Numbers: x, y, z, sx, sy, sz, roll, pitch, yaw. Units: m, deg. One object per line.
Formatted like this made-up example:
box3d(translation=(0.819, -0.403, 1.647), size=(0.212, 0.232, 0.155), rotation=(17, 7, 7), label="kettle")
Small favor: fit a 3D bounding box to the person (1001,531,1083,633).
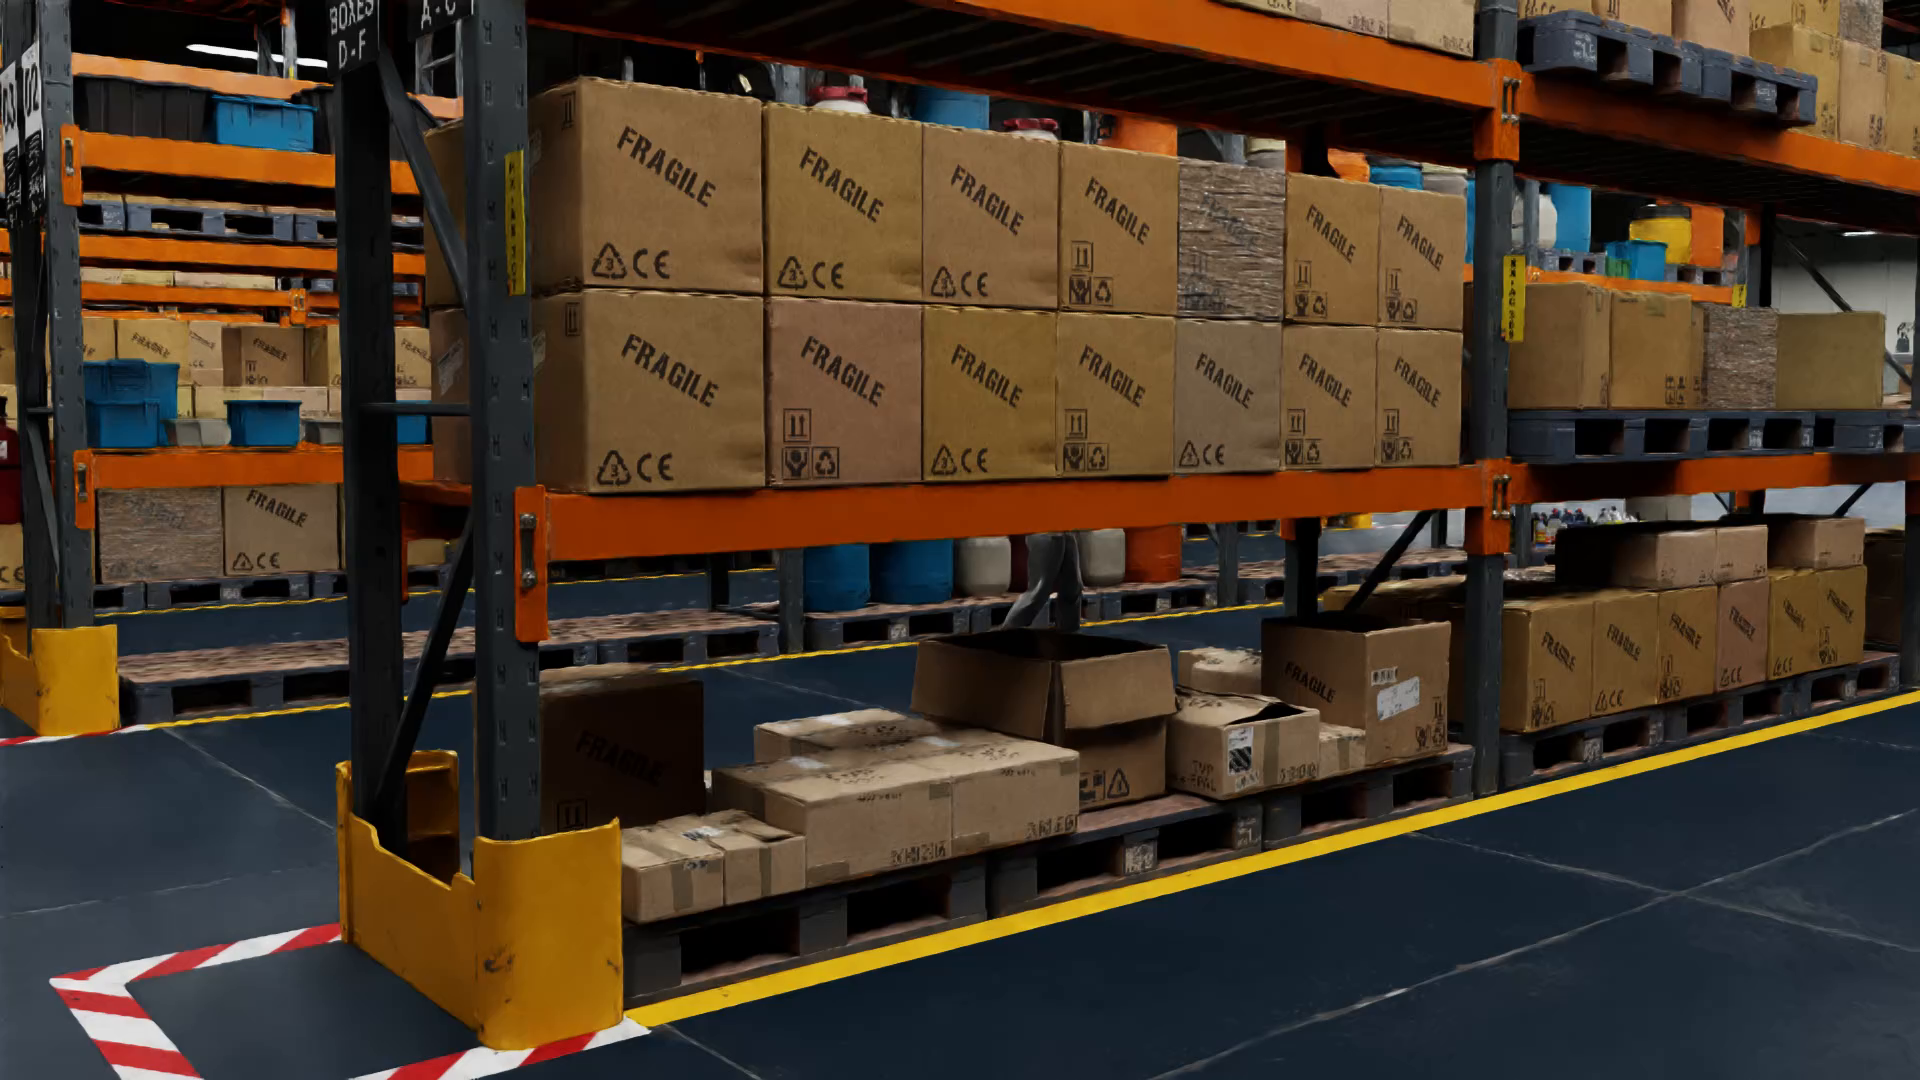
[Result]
box3d(translation=(0.500, -0.029, 9.560), size=(0.649, 1.678, 0.747), rotation=(0, 4, 5), label="person")
